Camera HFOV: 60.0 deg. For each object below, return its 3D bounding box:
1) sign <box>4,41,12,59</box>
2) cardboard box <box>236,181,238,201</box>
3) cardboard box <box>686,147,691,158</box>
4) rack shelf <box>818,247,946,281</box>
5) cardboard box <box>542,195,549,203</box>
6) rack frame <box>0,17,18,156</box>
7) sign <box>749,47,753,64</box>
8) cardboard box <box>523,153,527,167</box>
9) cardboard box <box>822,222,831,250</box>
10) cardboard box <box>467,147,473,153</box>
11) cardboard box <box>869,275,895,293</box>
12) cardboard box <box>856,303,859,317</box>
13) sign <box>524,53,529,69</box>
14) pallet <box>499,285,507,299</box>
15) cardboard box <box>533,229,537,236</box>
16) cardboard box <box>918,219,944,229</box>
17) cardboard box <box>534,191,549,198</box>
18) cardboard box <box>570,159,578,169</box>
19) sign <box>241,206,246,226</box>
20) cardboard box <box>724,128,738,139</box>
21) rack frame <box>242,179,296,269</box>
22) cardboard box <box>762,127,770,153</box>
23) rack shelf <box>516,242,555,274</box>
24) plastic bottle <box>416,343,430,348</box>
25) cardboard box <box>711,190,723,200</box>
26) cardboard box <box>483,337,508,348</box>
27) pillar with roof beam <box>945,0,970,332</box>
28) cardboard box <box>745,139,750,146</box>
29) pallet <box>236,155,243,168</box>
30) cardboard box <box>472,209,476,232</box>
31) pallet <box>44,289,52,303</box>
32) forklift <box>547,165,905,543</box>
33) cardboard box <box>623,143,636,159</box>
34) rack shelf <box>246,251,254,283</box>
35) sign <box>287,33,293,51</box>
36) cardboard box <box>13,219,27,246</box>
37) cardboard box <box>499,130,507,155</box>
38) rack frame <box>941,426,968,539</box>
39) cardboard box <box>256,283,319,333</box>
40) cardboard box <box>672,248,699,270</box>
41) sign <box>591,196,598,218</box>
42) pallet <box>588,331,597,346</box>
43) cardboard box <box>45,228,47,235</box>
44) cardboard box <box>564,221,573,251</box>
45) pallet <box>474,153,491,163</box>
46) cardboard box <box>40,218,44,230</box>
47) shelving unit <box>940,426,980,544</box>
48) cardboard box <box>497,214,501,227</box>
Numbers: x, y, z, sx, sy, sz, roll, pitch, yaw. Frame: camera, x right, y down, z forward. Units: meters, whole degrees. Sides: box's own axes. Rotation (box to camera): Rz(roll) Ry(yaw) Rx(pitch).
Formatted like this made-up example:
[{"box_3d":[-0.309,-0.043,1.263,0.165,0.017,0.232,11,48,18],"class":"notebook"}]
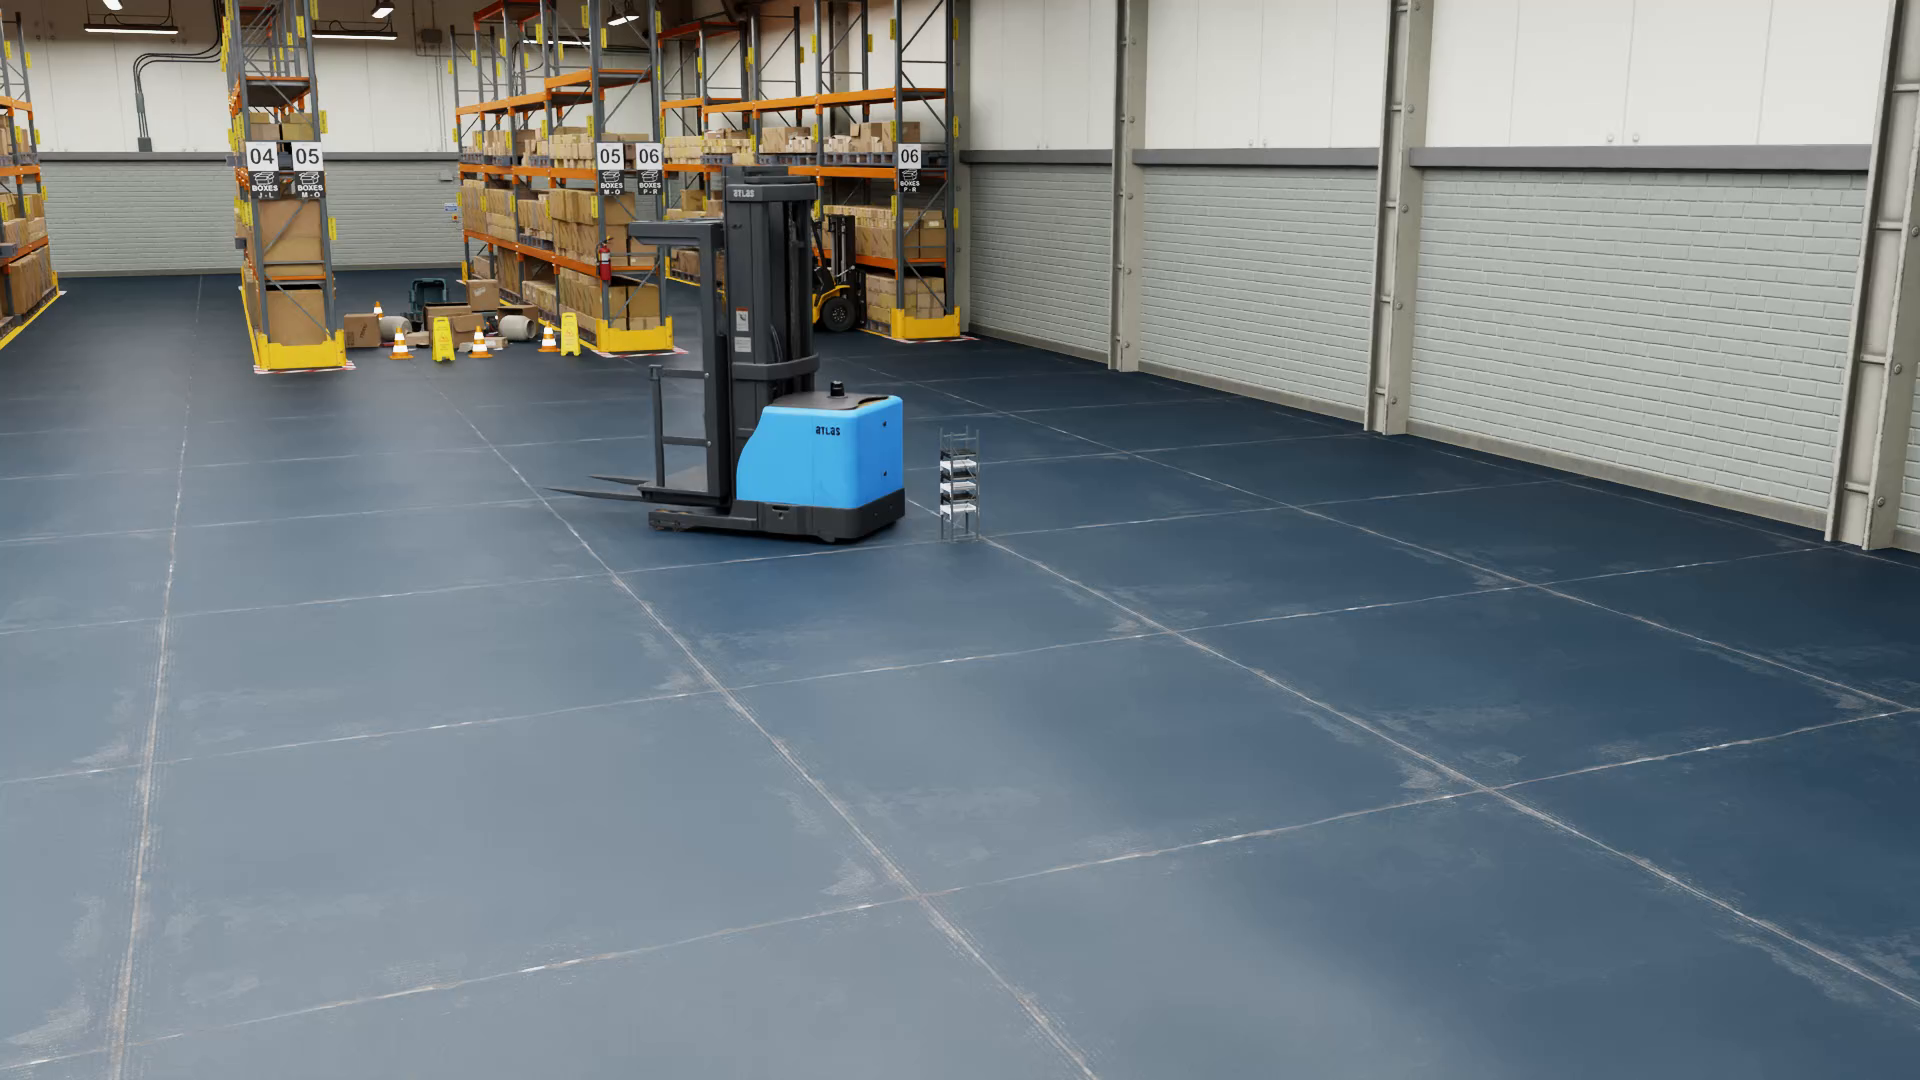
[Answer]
[{"box_3d":[-18.530,-9.532,32.351,0.100,0.325,0.005,-6,14,-23],"class":"sign"},{"box_3d":[-15.707,-7.669,36.752,0.500,0.500,0.500,-6,14,-24],"class":"cardboard box"},{"box_3d":[-6.231,-9.232,39.627,0.500,0.250,0.500,-5,14,-22],"class":"cardboard box"},{"box_3d":[-1.390,-4.992,29.881,1.077,0.370,4.000,-6,14,-23],"class":"rack shelf"},{"box_3d":[-7.418,-6.237,30.414,0.380,0.149,0.250,-6,14,-25],"class":"cardboard box"},{"box_3d":[-19.023,-8.987,32.243,1.000,3.000,0.127,-6,14,-23],"class":"rack frame"},{"box_3d":[-4.287,-9.947,34.145,0.100,0.325,0.005,-6,14,-23],"class":"sign"},{"box_3d":[-8.267,-7.396,32.317,0.396,0.266,0.258,-6,14,-23],"class":"cardboard box"},{"box_3d":[-2.253,-5.689,31.076,0.500,0.500,0.500,-6,14,-25],"class":"cardboard box"},{"box_3d":[-11.320,-9.132,38.928,0.380,0.149,0.250,-5,14,-21],"class":"cardboard box"},{"box_3d":[-1.269,-4.453,28.908,0.500,0.250,0.500,-5,14,-22],"class":"cardboard box"},{"box_3d":[-1.678,-4.176,29.926,0.500,0.250,0.500,-5,14,-21],"class":"cardboard box"},{"box_3d":[-9.450,-10.427,36.218,0.100,0.325,0.005,-6,14,-23],"class":"sign"},{"box_3d":[-9.564,-5.448,36.442,1.003,0.211,1.213,-6,14,-23],"class":"pallet"},{"box_3d":[-7.971,-5.908,31.868,0.380,0.149,0.250,-5,14,-20],"class":"cardboard box"},{"box_3d":[-0.487,-5.387,28.335,0.380,0.149,0.250,-6,14,-24],"class":"cardboard box"},{"box_3d":[-8.314,-6.793,33.627,0.500,0.500,0.500,-6,14,-25],"class":"cardboard box"},{"box_3d":[-6.191,-6.181,27.328,0.380,0.149,0.250,-6,14,-24],"class":"cardboard box"},{"box_3d":[-11.726,-5.313,27.281,0.100,0.325,0.005,-6,14,-23],"class":"sign"},{"box_3d":[-5.210,-9.290,38.032,0.396,0.266,0.258,-6,14,-24],"class":"cardboard box"},{"box_3d":[-12.835,-5.665,31.194,1.000,3.000,0.127,-6,14,-23],"class":"rack frame"},{"box_3d":[-3.727,-8.174,34.006,0.500,0.500,0.500,-5,14,-22],"class":"cardboard box"},{"box_3d":[-7.539,-5.369,31.512,1.077,0.370,4.000,-6,14,-23],"class":"rack shelf"},{"box_3d":[-8.660,-3.128,26.748,0.133,0.061,0.283,-12,18,-42],"class":"plastic bottle"},{"box_3d":[-5.749,-8.177,40.059,0.500,0.500,0.500,-6,14,-25],"class":"cardboard box"},{"box_3d":[-7.511,-3.179,26.777,0.380,0.149,0.250,1,13,6],"class":"cardboard box"},{"box_3d":[-3.987,-7.688,26.632,9.100,9.000,0.400,-6,14,-23],"class":"pillar with roof beam"},{"box_3d":[-4.364,-8.468,35.441,0.380,0.149,0.250,-6,14,-25],"class":"cardboard box"},{"box_3d":[-12.529,-6.906,30.323,1.213,0.211,1.003,-5,14,-20],"class":"pallet"},{"box_3d":[-10.984,-7.399,38.463,0.500,0.500,0.500,-5,14,-21],"class":"cardboard box"},{"box_3d":[-19.748,-5.122,35.033,1.003,0.211,1.213,-6,14,-23],"class":"pallet"},{"box_3d":[-2.028,-1.598,13.775,3.031,2.935,1.130,5,14,21],"class":"forklift"},{"box_3d":[-5.093,-6.141,26.272,0.500,0.250,0.500,-6,14,-24],"class":"cardboard box"},{"box_3d":[-12.034,-4.901,29.490,1.077,0.370,4.000,-6,14,-23],"class":"rack shelf"},{"box_3d":[-12.328,-9.171,30.614,0.100,0.325,0.005,-6,14,-23],"class":"sign"},{"box_3d":[-18.393,-5.938,32.152,0.500,0.500,0.500,-5,14,-21],"class":"cardboard box"},{"box_3d":[-8.911,-8.035,33.629,0.700,0.500,0.500,-6,15,-26],"class":"cardboard box"},{"box_3d":[-0.044,-0.461,13.366,0.240,0.900,0.006,-6,14,-23],"class":"rack frame"},{"box_3d":[-10.317,-3.497,25.609,0.875,0.875,0.875,-6,14,-24],"class":"cardboard box"},{"box_3d":[-6.840,-7.088,41.949,0.797,0.503,0.637,-6,14,-25],"class":"cardboard box"},{"box_3d":[-5.652,-5.152,25.710,0.100,0.325,0.005,-6,14,-23],"class":"sign"},{"box_3d":[-5.459,-3.308,27.196,1.003,0.211,1.213,-6,14,-23],"class":"pallet"},{"box_3d":[-20.181,-6.724,36.329,0.380,0.149,0.250,-5,14,-22],"class":"cardboard box"},{"box_3d":[-6.405,-5.177,28.206,0.500,0.500,0.500,-6,14,-23],"class":"cardboard box"},{"box_3d":[-10.261,-8.547,37.193,1.003,0.211,1.213,-6,14,-23],"class":"pallet"},{"box_3d":[-19.985,-6.781,35.691,0.500,0.250,0.500,-6,14,-24],"class":"cardboard box"},{"box_3d":[-0.003,-0.440,13.276,0.258,0.900,0.210,-6,14,-23],"class":"shelving unit"},{"box_3d":[-9.408,-6.697,34.878,0.500,0.250,0.500,-6,14,-25],"class":"cardboard box"}]
